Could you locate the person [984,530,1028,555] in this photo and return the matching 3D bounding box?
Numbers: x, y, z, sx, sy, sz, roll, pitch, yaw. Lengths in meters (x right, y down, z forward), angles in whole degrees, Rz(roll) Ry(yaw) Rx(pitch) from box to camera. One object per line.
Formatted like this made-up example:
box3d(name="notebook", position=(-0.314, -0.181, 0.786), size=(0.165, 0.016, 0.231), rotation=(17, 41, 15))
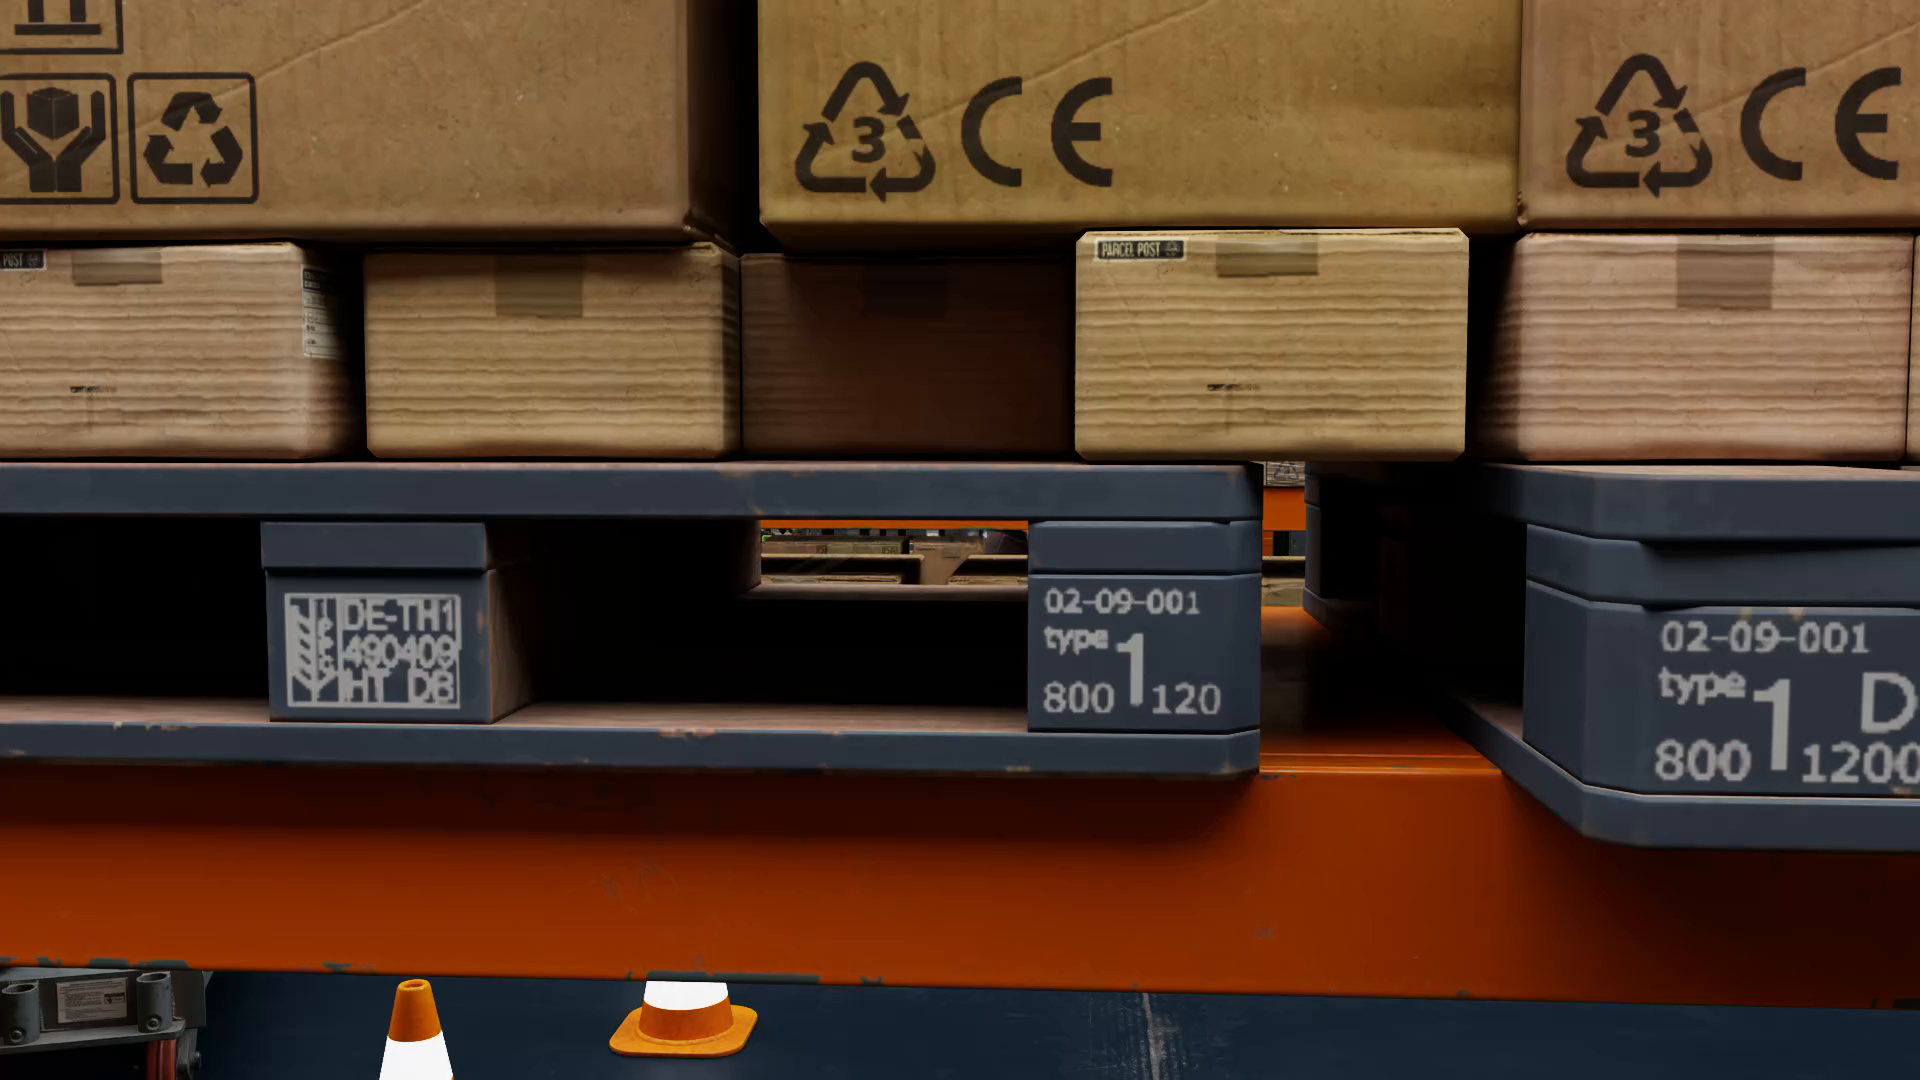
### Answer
box3d(name="person", position=(0.382, -0.018, 9.919), size=(0.982, 1.678, 0.570), rotation=(3, 5, 33))
